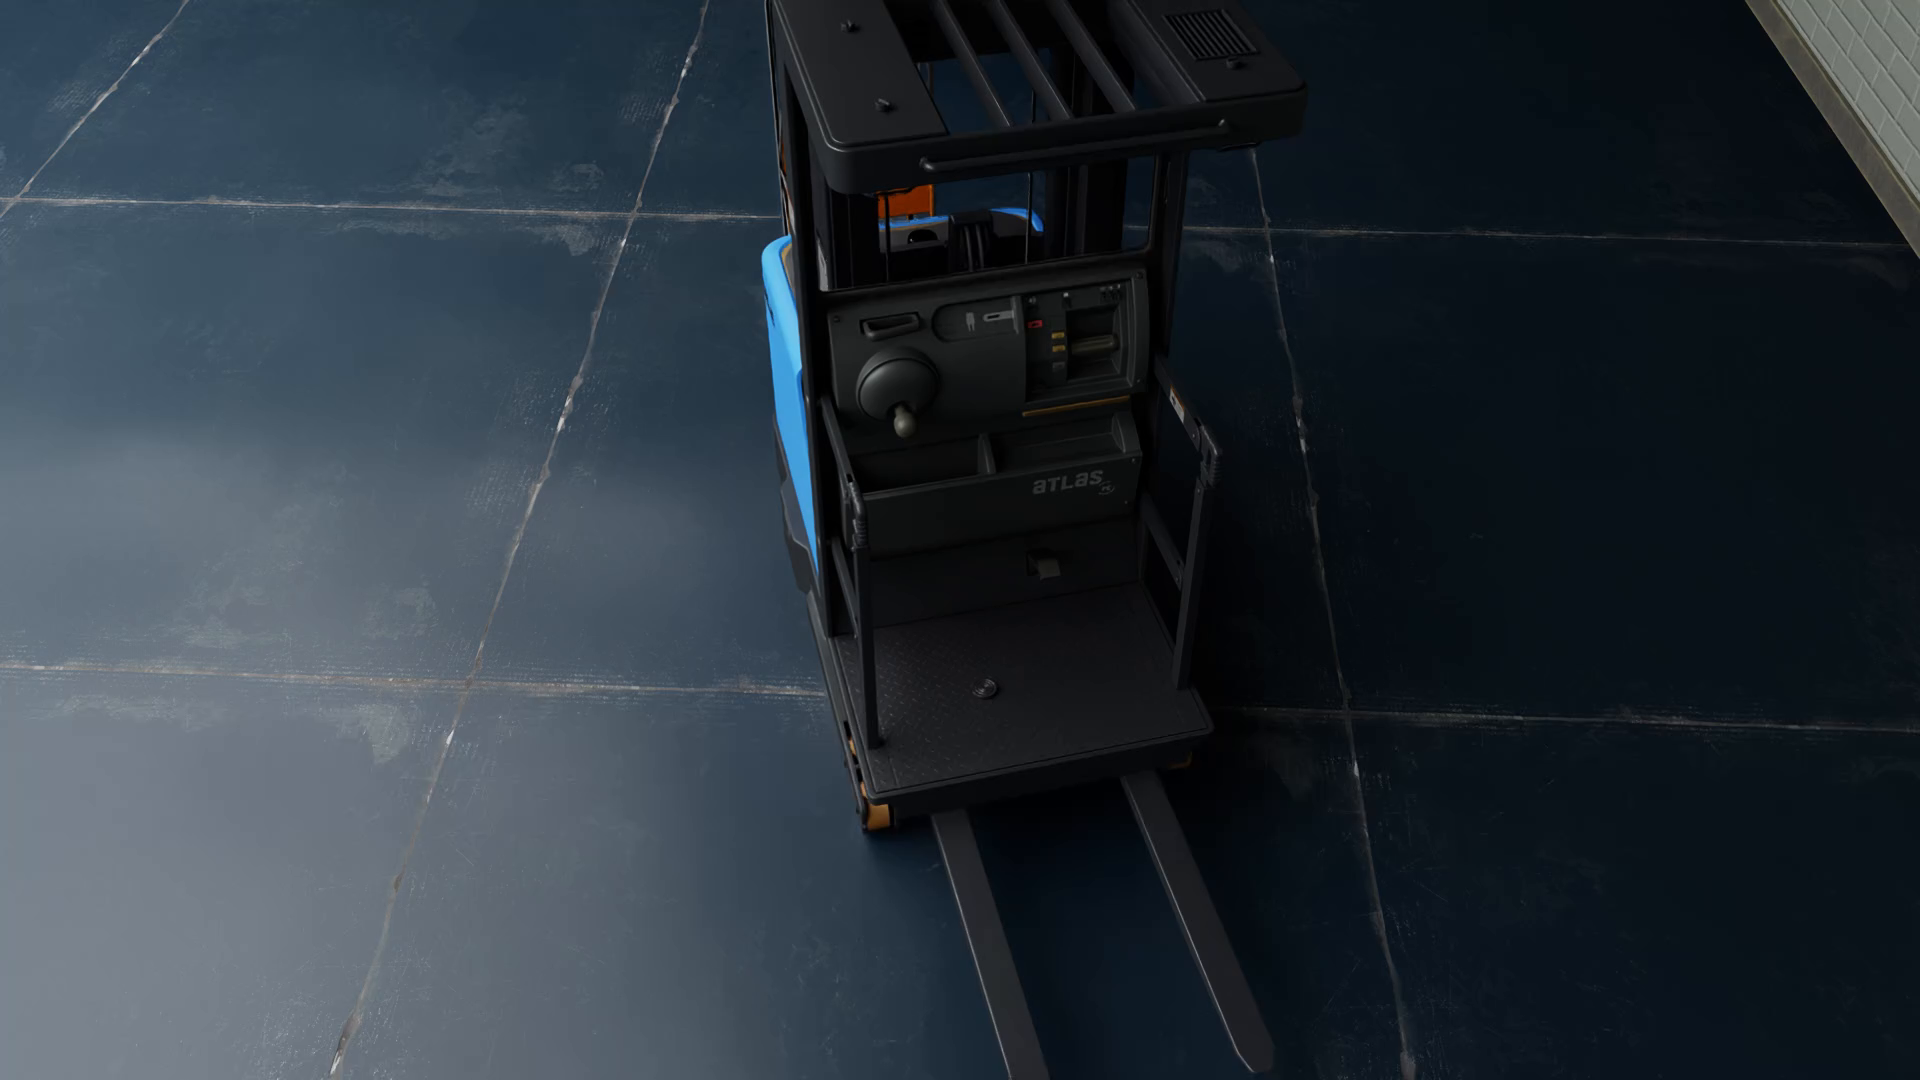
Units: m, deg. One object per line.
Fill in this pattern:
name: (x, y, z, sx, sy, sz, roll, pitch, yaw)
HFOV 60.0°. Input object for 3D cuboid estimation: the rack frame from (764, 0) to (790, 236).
rack frame: (-0.617, -1.246, 6.047, 0.015, 2.100, 0.400, -10, 44, -11)

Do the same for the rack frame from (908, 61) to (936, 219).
rack frame: (-0.146, -1.332, 6.139, 0.015, 2.100, 0.400, -10, 44, -11)

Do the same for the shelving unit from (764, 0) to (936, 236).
shelving unit: (-0.382, -1.289, 6.093, 0.503, 2.100, 0.431, -10, 44, -11)

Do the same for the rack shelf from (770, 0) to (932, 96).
rack shelf: (-0.382, -1.791, 5.625, 0.480, 0.518, 0.431, -10, 44, -11)

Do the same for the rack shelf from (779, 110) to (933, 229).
rack shelf: (-0.382, -1.279, 6.102, 0.480, 0.518, 0.431, -10, 44, -11)

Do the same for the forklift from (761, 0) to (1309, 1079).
forklift: (0.145, -0.450, 4.583, 1.130, 2.935, 3.031, -10, 44, -10)
